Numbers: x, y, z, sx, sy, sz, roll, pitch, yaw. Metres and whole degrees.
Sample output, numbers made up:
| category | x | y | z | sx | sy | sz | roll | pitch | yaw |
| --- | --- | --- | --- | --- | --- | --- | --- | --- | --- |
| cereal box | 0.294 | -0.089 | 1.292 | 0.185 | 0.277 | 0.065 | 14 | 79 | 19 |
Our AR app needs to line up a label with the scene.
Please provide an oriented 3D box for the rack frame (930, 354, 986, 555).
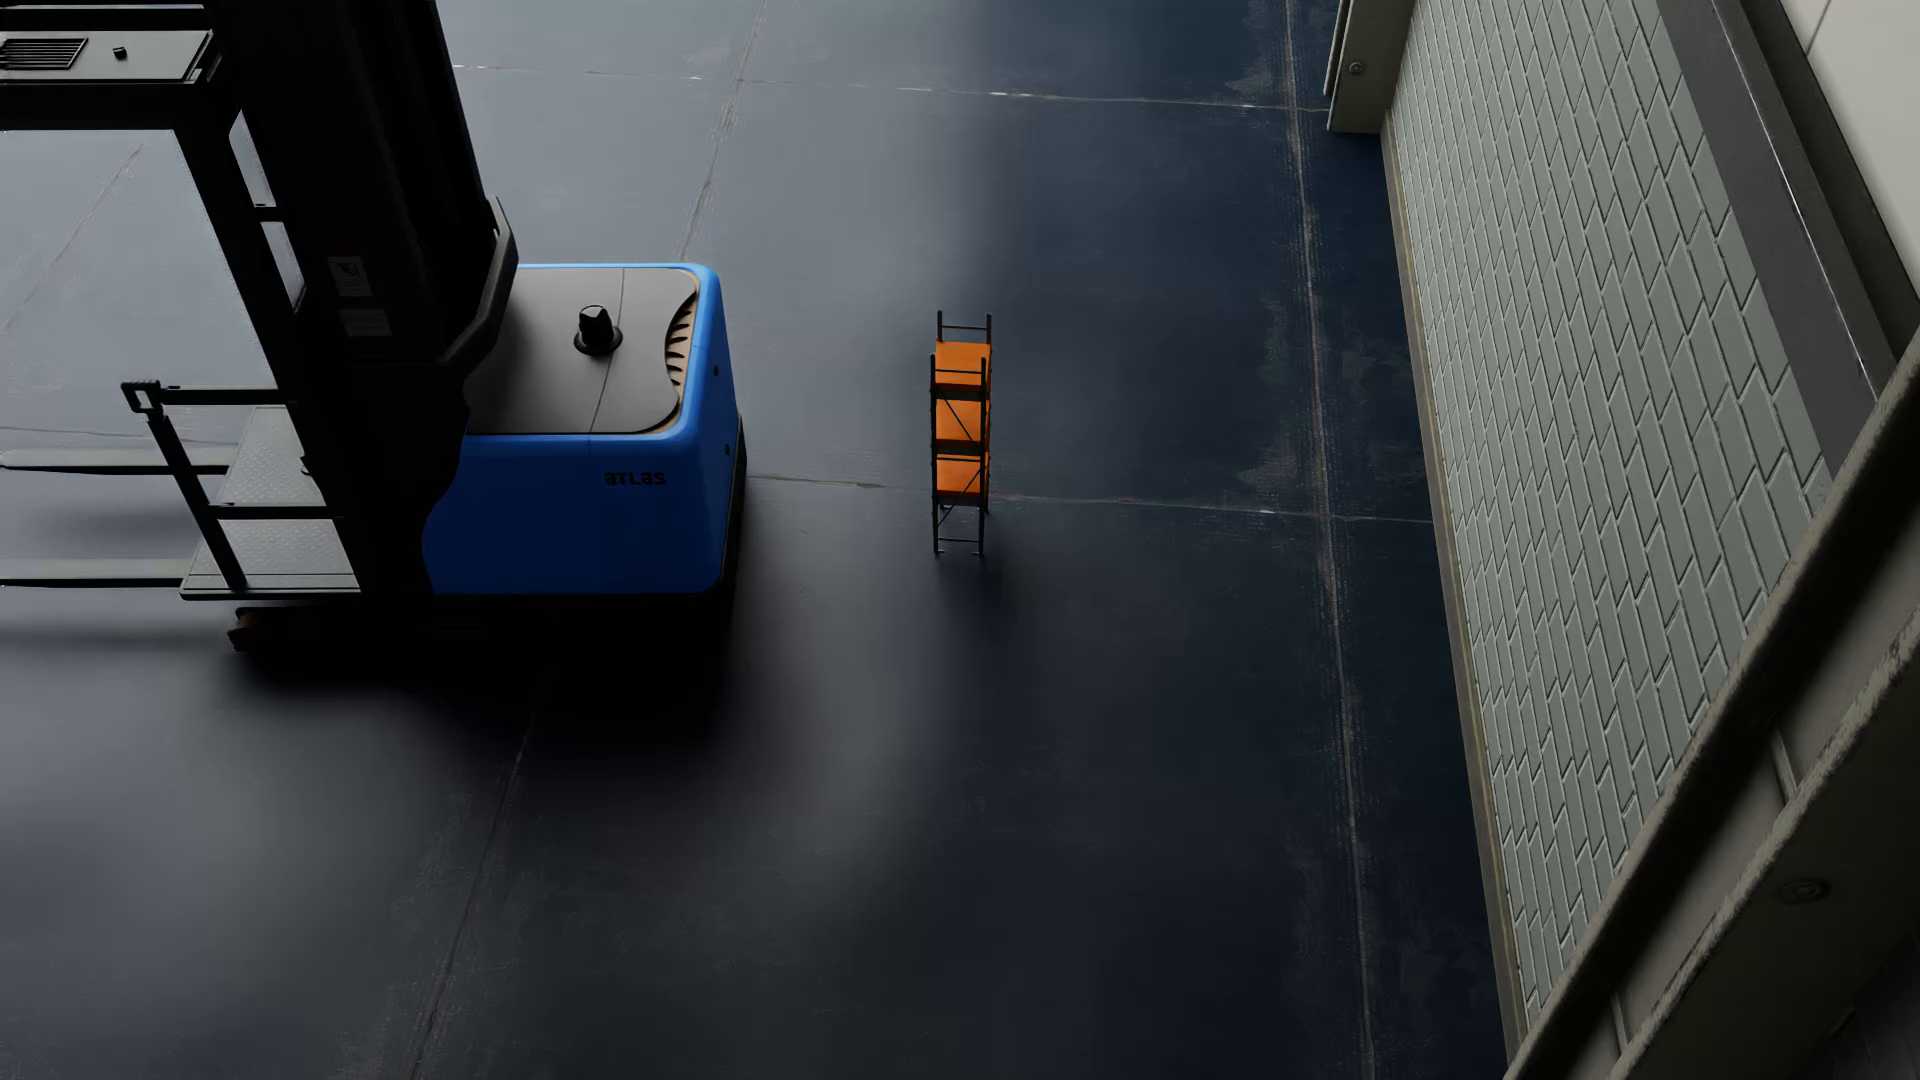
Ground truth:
| category | x | y | z | sx | sy | sz | roll | pitch | yaw |
| --- | --- | --- | --- | --- | --- | --- | --- | --- | --- |
| rack frame | -0.006 | -0.304 | 6.342 | 0.200 | 1.050 | 0.008 | 4 | 48 | 4 |

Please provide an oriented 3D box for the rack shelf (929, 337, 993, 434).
| category | x | y | z | sx | sy | sz | roll | pitch | yaw |
| --- | --- | --- | --- | --- | --- | --- | --- | --- | --- |
| rack shelf | 0.005 | -0.578 | 6.223 | 0.215 | 0.259 | 0.240 | 4 | 48 | 4 |

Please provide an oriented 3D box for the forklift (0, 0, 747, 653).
| category | x | y | z | sx | sy | sz | roll | pitch | yaw |
| --- | --- | --- | --- | --- | --- | --- | --- | --- | --- |
| forklift | -2.405 | -0.951 | 5.660 | 3.031 | 2.935 | 1.130 | 0 | 48 | 0 |

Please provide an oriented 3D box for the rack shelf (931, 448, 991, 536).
| category | x | y | z | sx | sy | sz | roll | pitch | yaw |
| --- | --- | --- | --- | --- | --- | --- | --- | --- | --- |
| rack shelf | 0.005 | -0.199 | 6.637 | 0.215 | 0.259 | 0.240 | 4 | 48 | 4 |

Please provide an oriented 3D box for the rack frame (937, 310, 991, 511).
| category | x | y | z | sx | sy | sz | roll | pitch | yaw |
| --- | --- | --- | --- | --- | --- | --- | --- | --- | --- |
| rack frame | 0.016 | -0.483 | 6.506 | 0.200 | 1.050 | 0.008 | 4 | 48 | 4 |

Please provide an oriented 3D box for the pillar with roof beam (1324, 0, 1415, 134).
| category | x | y | z | sx | sy | sz | roll | pitch | yaw |
| --- | --- | --- | --- | --- | --- | --- | --- | --- | --- |
| pillar with roof beam | -2.182 | -5.611 | 5.810 | 9.100 | 9.000 | 0.400 | 4 | 48 | 4 |

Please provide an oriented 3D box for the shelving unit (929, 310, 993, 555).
| category | x | y | z | sx | sy | sz | roll | pitch | yaw |
| --- | --- | --- | --- | --- | --- | --- | --- | --- | --- |
| shelving unit | 0.005 | -0.394 | 6.424 | 0.215 | 1.050 | 0.252 | 4 | 48 | 4 |

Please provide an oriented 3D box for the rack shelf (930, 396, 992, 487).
| category | x | y | z | sx | sy | sz | roll | pitch | yaw |
| --- | --- | --- | --- | --- | --- | --- | --- | --- | --- |
| rack shelf | 0.005 | -0.387 | 6.432 | 0.215 | 0.259 | 0.240 | 4 | 48 | 4 |
